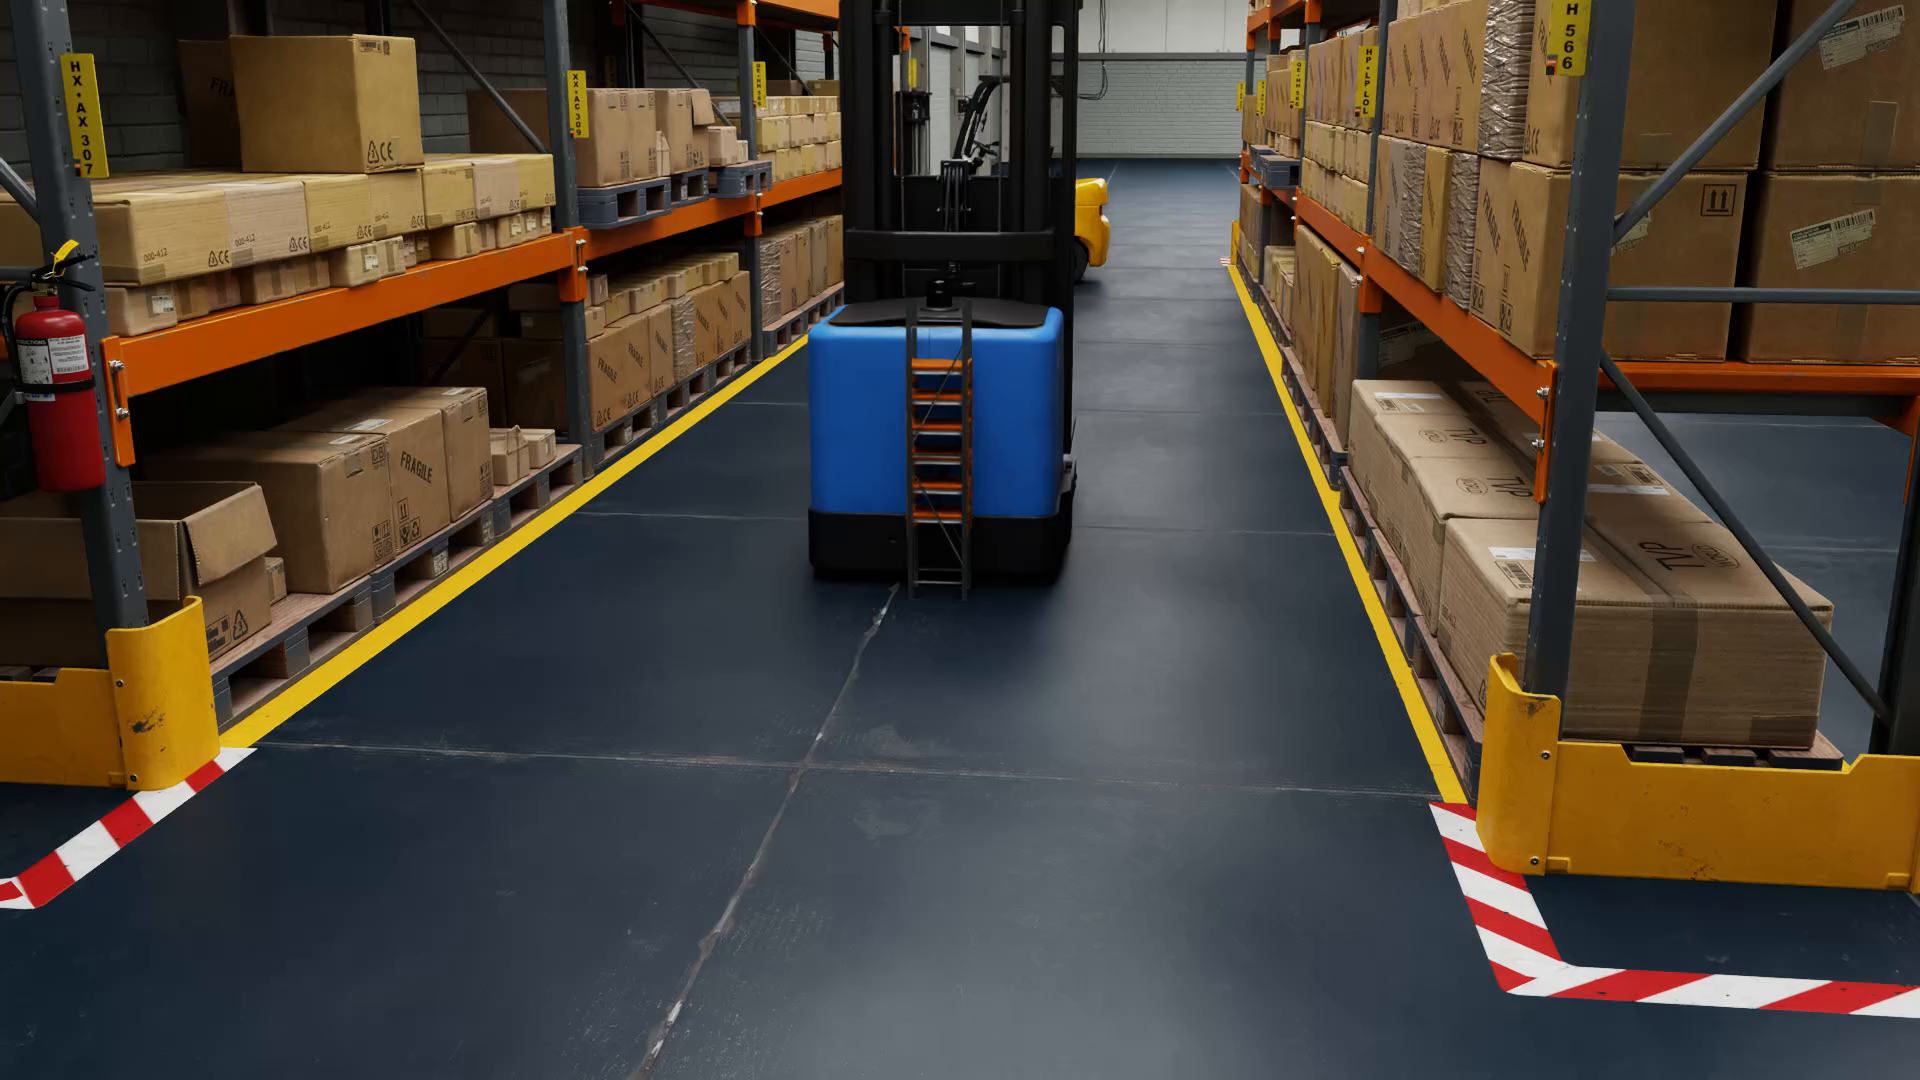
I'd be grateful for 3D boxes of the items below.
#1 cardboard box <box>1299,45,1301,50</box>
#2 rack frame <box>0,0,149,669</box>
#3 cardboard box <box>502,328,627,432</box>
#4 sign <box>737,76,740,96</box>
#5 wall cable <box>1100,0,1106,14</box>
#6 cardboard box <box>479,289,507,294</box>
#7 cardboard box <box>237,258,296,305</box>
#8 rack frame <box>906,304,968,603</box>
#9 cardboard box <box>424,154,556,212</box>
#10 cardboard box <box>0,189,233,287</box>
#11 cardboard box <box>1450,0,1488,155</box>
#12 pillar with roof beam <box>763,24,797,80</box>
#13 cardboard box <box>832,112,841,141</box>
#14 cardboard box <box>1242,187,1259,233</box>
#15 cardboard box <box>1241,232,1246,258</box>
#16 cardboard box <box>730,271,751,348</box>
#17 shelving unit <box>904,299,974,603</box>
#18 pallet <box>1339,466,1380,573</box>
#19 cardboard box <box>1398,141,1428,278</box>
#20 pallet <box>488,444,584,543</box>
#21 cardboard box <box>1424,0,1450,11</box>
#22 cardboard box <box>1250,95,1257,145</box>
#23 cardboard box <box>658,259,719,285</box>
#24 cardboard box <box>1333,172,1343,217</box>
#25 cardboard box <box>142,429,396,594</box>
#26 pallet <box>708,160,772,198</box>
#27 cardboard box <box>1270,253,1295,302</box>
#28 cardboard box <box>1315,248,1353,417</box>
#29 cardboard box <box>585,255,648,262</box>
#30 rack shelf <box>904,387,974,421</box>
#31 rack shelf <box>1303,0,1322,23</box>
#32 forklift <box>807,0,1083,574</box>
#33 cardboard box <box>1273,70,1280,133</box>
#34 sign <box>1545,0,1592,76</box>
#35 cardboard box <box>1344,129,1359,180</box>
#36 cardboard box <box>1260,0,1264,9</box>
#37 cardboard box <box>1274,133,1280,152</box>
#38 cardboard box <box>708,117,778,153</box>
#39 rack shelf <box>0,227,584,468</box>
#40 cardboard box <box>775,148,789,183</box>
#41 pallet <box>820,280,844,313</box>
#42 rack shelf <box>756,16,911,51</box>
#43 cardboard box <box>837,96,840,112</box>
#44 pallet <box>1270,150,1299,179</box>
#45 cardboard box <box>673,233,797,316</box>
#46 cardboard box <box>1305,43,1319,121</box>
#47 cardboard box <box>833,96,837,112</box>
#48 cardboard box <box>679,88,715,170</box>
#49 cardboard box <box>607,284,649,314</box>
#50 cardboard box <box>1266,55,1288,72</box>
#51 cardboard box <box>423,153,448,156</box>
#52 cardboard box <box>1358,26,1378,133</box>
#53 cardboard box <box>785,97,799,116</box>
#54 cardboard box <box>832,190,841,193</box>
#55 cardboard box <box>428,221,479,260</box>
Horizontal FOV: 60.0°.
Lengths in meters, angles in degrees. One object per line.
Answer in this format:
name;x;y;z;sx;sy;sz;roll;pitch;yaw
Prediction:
cardboard box;3.803;-4.756;16.827;0.700;0.500;0.500;1;15;5
rack frame;-2.912;-0.745;4.672;1.000;3.000;0.127;2;15;6
cardboard box;-2.182;-0.898;9.219;0.500;0.500;0.500;2;15;9
sign;-2.109;-4.330;16.117;0.100;0.325;0.005;2;15;6
wall cable;5.639;-17.002;49.574;3.097;2.526;0.112;2;15;6
cardboard box;-2.660;-1.395;9.815;0.380;0.149;0.250;1;15;4
cardboard box;-2.535;-0.901;5.731;0.380;0.149;0.250;2;15;8
rack frame;-0.091;-0.330;6.583;0.240;1.200;0.006;1;15;5
cardboard box;-2.276;-1.715;7.974;0.500;0.250;0.500;2;15;8
cardboard box;-2.593;-0.926;5.058;0.500;0.250;0.500;2;15;7
cardboard box;1.927;-1.528;5.458;0.500;0.500;0.500;2;15;6
pillar with roof beam;2.197;-7.510;18.197;9.100;9.000;0.400;2;15;6
cardboard box;-1.359;-3.892;15.637;0.500;0.250;0.500;1;15;5
cardboard box;3.403;-3.644;18.419;0.500;0.500;0.500;1;15;4
cardboard box;3.395;-3.292;18.553;0.500;0.250;0.500;2;15;8
cardboard box;-1.843;-1.700;12.188;0.500;0.500;0.500;2;15;8
shelving unit;-0.082;-0.354;6.671;0.258;1.200;0.189;1;15;5
pallet;2.308;-0.096;7.614;1.003;0.211;1.213;2;15;6
cardboard box;2.035;-1.313;6.578;0.500;0.500;0.500;2;15;7
pallet;-2.539;-0.258;8.214;1.003;0.211;1.213;2;15;6
cardboard box;2.031;-2.142;6.488;0.380;0.149;0.250;1;15;5
cardboard box;3.336;-4.428;17.531;0.500;0.500;0.500;1;15;5
cardboard box;-1.887;-1.855;11.518;0.380;0.149;0.250;1;15;4
cardboard box;2.407;-1.951;9.419;0.500;0.250;0.500;1;15;5
cardboard box;-2.614;-0.118;6.335;0.700;0.500;0.500;2;15;9
pallet;-2.016;-2.550;11.712;1.213;0.211;1.003;2;15;6
cardboard box;3.240;-2.324;14.740;0.950;0.372;0.625;3;15;10
cardboard box;2.557;-1.212;9.664;0.875;0.875;0.875;2;15;8
cardboard box;-2.434;-1.935;11.814;0.380;0.149;0.250;2;15;8
rack shelf;-0.082;-0.542;6.620;0.258;0.103;0.180;1;15;5
rack shelf;2.698;-3.257;9.592;1.077;0.370;4.000;2;15;6
forklift;0.018;-1.610;7.999;1.130;2.935;3.031;1;15;5
cardboard box;2.864;-3.602;13.672;0.500;0.500;0.500;1;15;4
sign;1.483;-1.293;4.025;0.100;0.325;0.005;2;15;6
cardboard box;2.329;-2.058;8.855;0.500;0.250;0.500;2;15;8
cardboard box;3.335;-5.595;17.343;0.380;0.149;0.250;1;15;5
cardboard box;2.824;-3.323;13.880;0.380;0.149;0.250;2;15;8
cardboard box;-1.692;-3.096;12.696;0.500;0.250;0.500;2;15;6
rack shelf;-2.686;-0.917;6.684;1.077;0.370;4.000;2;15;6
cardboard box;-1.655;-2.986;13.245;0.500;0.250;0.500;1;15;5
pallet;-1.602;-2.319;15.835;1.003;0.211;1.213;2;15;6
rack shelf;-1.332;-5.477;17.802;1.077;0.370;4.000;2;15;6
cardboard box;-1.260;-4.294;16.361;0.380;0.149;0.250;1;15;5
pallet;3.106;-3.097;13.736;1.003;0.211;1.213;2;15;6
cardboard box;-1.859;-2.208;13.825;0.875;0.625;0.625;2;15;8
cardboard box;2.625;-3.085;11.218;0.500;0.500;0.500;1;15;4
cardboard box;-1.376;-4.124;15.732;0.380;0.149;0.250;2;15;8
cardboard box;-2.010;-2.644;10.691;0.797;0.503;0.637;1;15;5
cardboard box;-2.101;-1.453;10.032;0.380;0.149;0.250;2;15;6
cardboard box;2.970;-4.308;15.041;0.380;0.149;0.250;2;15;6
cardboard box;-2.785;-1.733;8.043;0.500;0.250;0.500;2;15;6
cardboard box;2.273;-2.292;8.284;0.500;0.500;0.500;2;15;8
cardboard box;-1.545;-3.591;13.760;0.380;0.149;0.250;2;15;7
cardboard box;-1.079;-3.594;17.753;0.500;0.250;0.500;2;15;8
cardboard box;-2.316;-1.301;7.207;0.380;0.149;0.250;1;15;5
